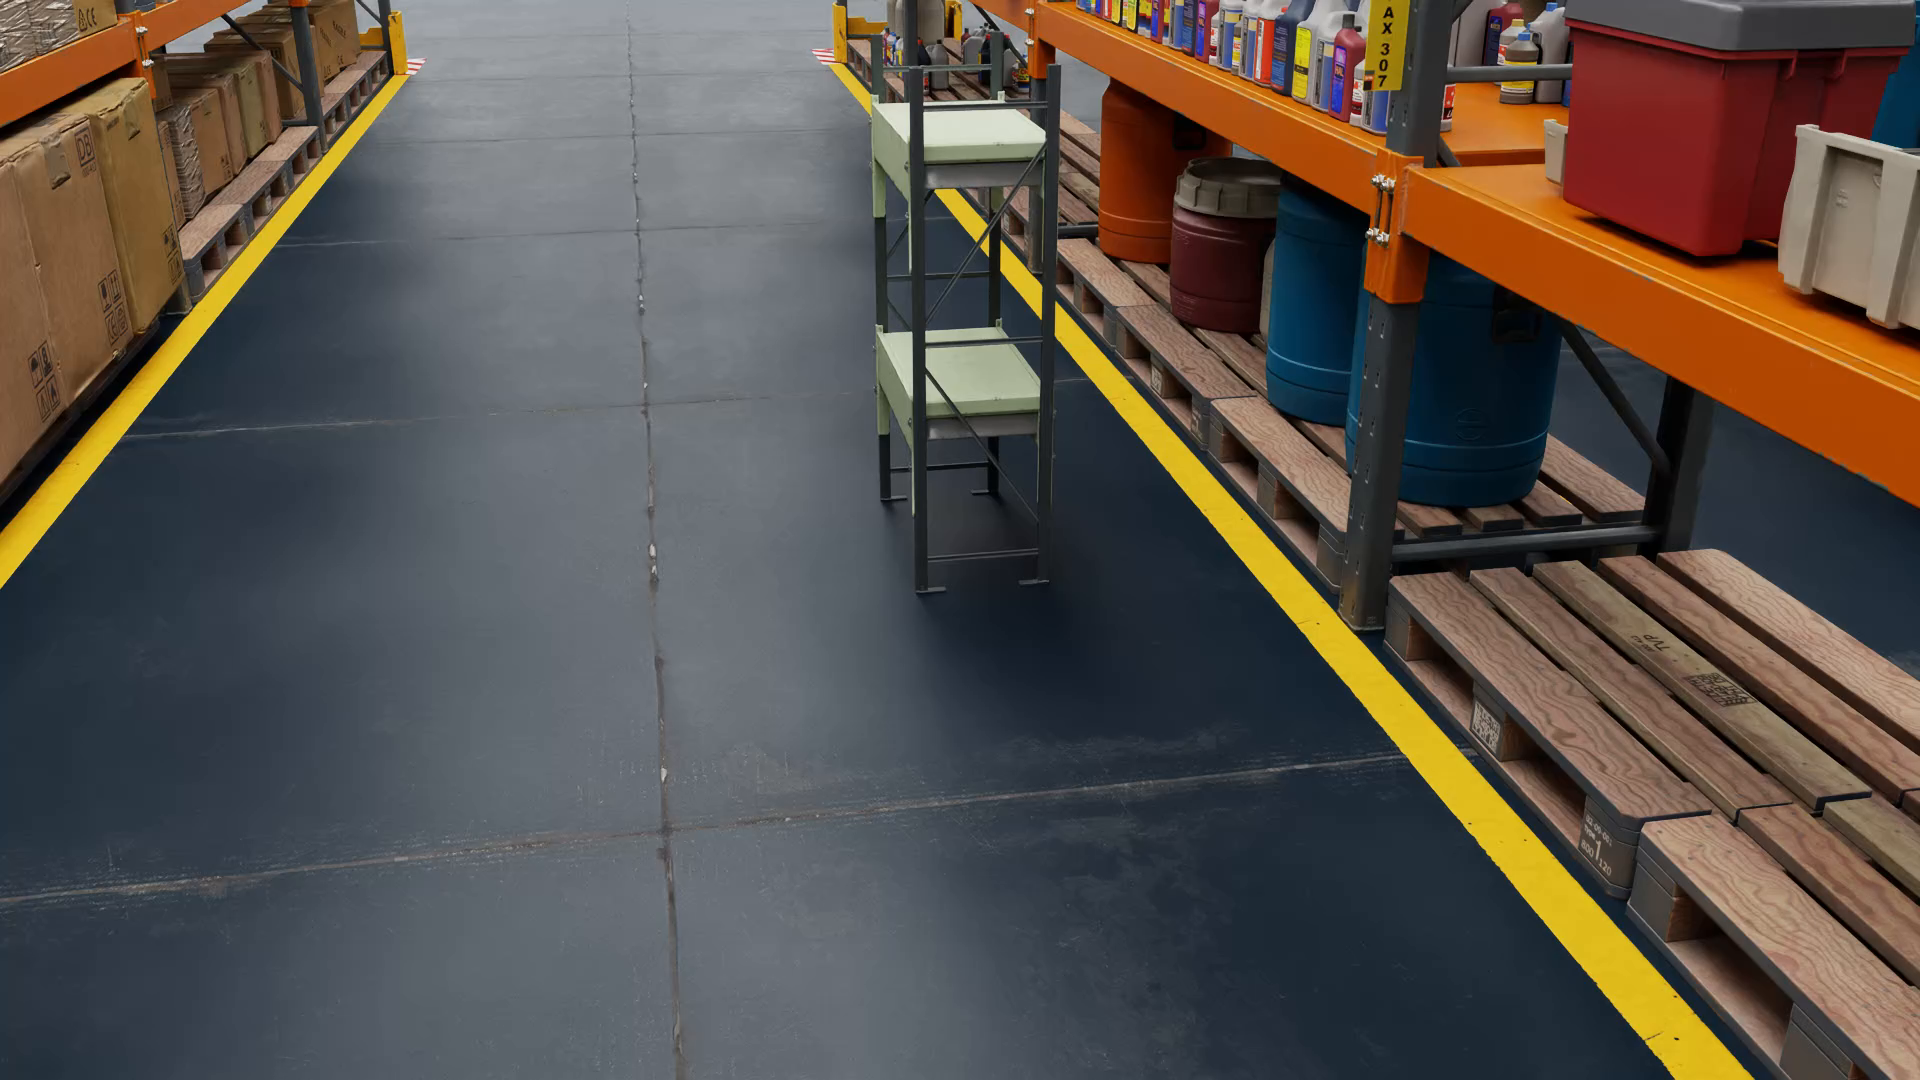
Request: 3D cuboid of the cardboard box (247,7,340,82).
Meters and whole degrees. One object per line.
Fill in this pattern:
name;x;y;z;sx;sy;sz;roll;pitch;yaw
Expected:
cardboard box;-5.165;-3.845;12.903;0.500;0.500;0.500;-2;24;-5

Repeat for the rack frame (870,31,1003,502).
rack frame;-0.069;-0.834;5.285;0.400;1.500;0.023;-4;24;-10

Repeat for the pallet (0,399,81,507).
pallet;-3.732;-0.306;5.686;1.003;0.211;1.213;-4;24;-10

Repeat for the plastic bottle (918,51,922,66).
plastic bottle;-0.311;-3.440;12.222;0.061;0.283;0.133;-3;24;-7

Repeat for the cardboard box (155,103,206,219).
cardboard box;-4.285;-1.913;8.457;0.700;0.500;0.500;-6;24;-14

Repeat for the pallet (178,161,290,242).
pallet;-4.391;-1.887;9.306;1.003;0.211;1.213;-4;24;-10

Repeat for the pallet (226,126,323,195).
pallet;-4.620;-2.367;10.407;1.003;0.211;1.213;-4;24;-10

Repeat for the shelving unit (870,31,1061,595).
shelving unit;-0.001;-0.690;4.956;0.431;1.500;0.755;-4;24;-10

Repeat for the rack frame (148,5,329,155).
rack frame;-4.766;-3.951;10.550;1.000;3.000;0.127;-4;24;-10

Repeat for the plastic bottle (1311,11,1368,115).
plastic bottle;1.123;-1.389;4.838;0.152;0.276;0.135;-4;24;-10

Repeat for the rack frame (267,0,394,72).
rack frame;-5.506;-5.525;14.152;1.000;3.000;0.127;-4;24;-10

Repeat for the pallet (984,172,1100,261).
pallet;0.736;-1.774;9.049;1.003;0.211;1.213;-4;24;-10

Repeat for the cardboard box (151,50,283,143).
cardboard box;-4.673;-2.764;10.405;0.700;0.500;0.500;-6;24;-14

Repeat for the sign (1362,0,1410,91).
sign;1.040;-1.258;4.037;0.100;0.325;0.005;-4;24;-10

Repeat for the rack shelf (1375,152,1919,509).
rack shelf;1.951;-0.055;2.527;1.077;0.370;4.000;-4;24;-10

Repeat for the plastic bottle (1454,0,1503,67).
plastic bottle;1.699;-1.689;5.524;0.152;0.276;0.135;-4;24;-10

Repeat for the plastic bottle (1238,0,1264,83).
plastic bottle;1.005;-1.641;5.413;0.152;0.276;0.135;-4;24;-10

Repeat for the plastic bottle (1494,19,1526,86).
plastic bottle;1.772;-1.559;5.319;0.097;0.201;0.097;0;24;0

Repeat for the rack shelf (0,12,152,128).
rack shelf;-3.656;-1.262;5.290;1.077;0.370;4.000;-4;24;-10

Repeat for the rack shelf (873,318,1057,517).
rack shelf;-0.001;-0.391;5.086;0.431;0.370;0.720;-4;24;-10

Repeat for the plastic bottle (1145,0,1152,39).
plastic bottle;0.769;-2.080;6.426;0.097;0.271;0.097;0;24;0

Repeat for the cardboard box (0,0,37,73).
cardboard box;-3.506;-1.848;5.608;0.500;0.500;0.500;-5;24;-11

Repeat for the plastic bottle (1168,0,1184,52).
plastic bottle;0.860;-1.948;6.118;0.152;0.276;0.135;-4;24;-10

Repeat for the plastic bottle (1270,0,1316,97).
plastic bottle;1.055;-1.559;5.133;0.144;0.351;0.185;-4;24;-10

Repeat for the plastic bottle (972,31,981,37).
plastic bottle;0.178;-3.999;13.512;0.152;0.276;0.135;-5;24;-11

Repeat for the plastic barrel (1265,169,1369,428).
plastic barrel;1.366;-0.896;5.651;0.600;0.901;0.708;-4;24;-10

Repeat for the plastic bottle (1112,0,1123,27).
plastic bottle;0.669;-2.259;6.820;0.061;0.283;0.133;-4;24;-10

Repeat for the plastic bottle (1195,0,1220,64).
plastic bottle;0.874;-1.823;5.821;0.061;0.283;0.133;-4;24;-10

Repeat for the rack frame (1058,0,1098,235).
rack frame;0.838;-2.744;7.786;0.949;2.616;0.053;-4;24;-10

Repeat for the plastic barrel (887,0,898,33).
plastic barrel;-0.441;-4.690;14.825;0.421;0.512;0.421;0;24;0

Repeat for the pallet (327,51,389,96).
pallet;-5.376;-3.895;13.904;1.003;0.211;1.213;-4;24;-10

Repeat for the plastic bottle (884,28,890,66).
plastic bottle;-0.585;-4.022;13.554;0.061;0.283;0.133;-4;24;-9

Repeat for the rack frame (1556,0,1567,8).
rack frame;4.970;-4.683;12.225;1.000;3.000;0.127;-4;24;-10

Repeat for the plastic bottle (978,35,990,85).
plastic bottle;0.219;-3.643;12.604;0.144;0.351;0.185;-4;24;-10

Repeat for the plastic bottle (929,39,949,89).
plastic bottle;-0.159;-3.548;12.387;0.144;0.351;0.185;-4;24;-10

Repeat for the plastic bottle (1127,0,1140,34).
plastic bottle;0.712;-2.168;6.612;0.061;0.283;0.133;-4;24;-10

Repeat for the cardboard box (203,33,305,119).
cardboard box;-7.571;-4.042;11.931;5.628;1.640;3.313;-4;24;-10

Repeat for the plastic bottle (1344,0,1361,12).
plastic bottle;1.197;-1.569;5.157;0.144;0.351;0.185;-4;24;-10

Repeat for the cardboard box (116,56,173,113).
cardboard box;-4.288;-2.247;8.284;0.500;0.250;0.500;-2;24;-4

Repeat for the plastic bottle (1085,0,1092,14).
plastic bottle;0.598;-2.444;7.259;0.097;0.271;0.097;0;24;0

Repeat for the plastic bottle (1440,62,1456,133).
plastic bottle;1.310;-1.228;4.562;0.097;0.201;0.097;0;24;0

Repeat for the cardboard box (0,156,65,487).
cardboard box;-3.591;-0.625;5.064;1.225;0.875;0.875;-5;24;-12

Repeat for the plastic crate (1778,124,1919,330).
plastic crate;1.682;-0.530;2.789;0.437;0.282;0.530;-4;24;-10

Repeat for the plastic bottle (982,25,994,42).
plastic bottle;0.247;-3.895;13.181;0.144;0.351;0.185;-4;24;-10
